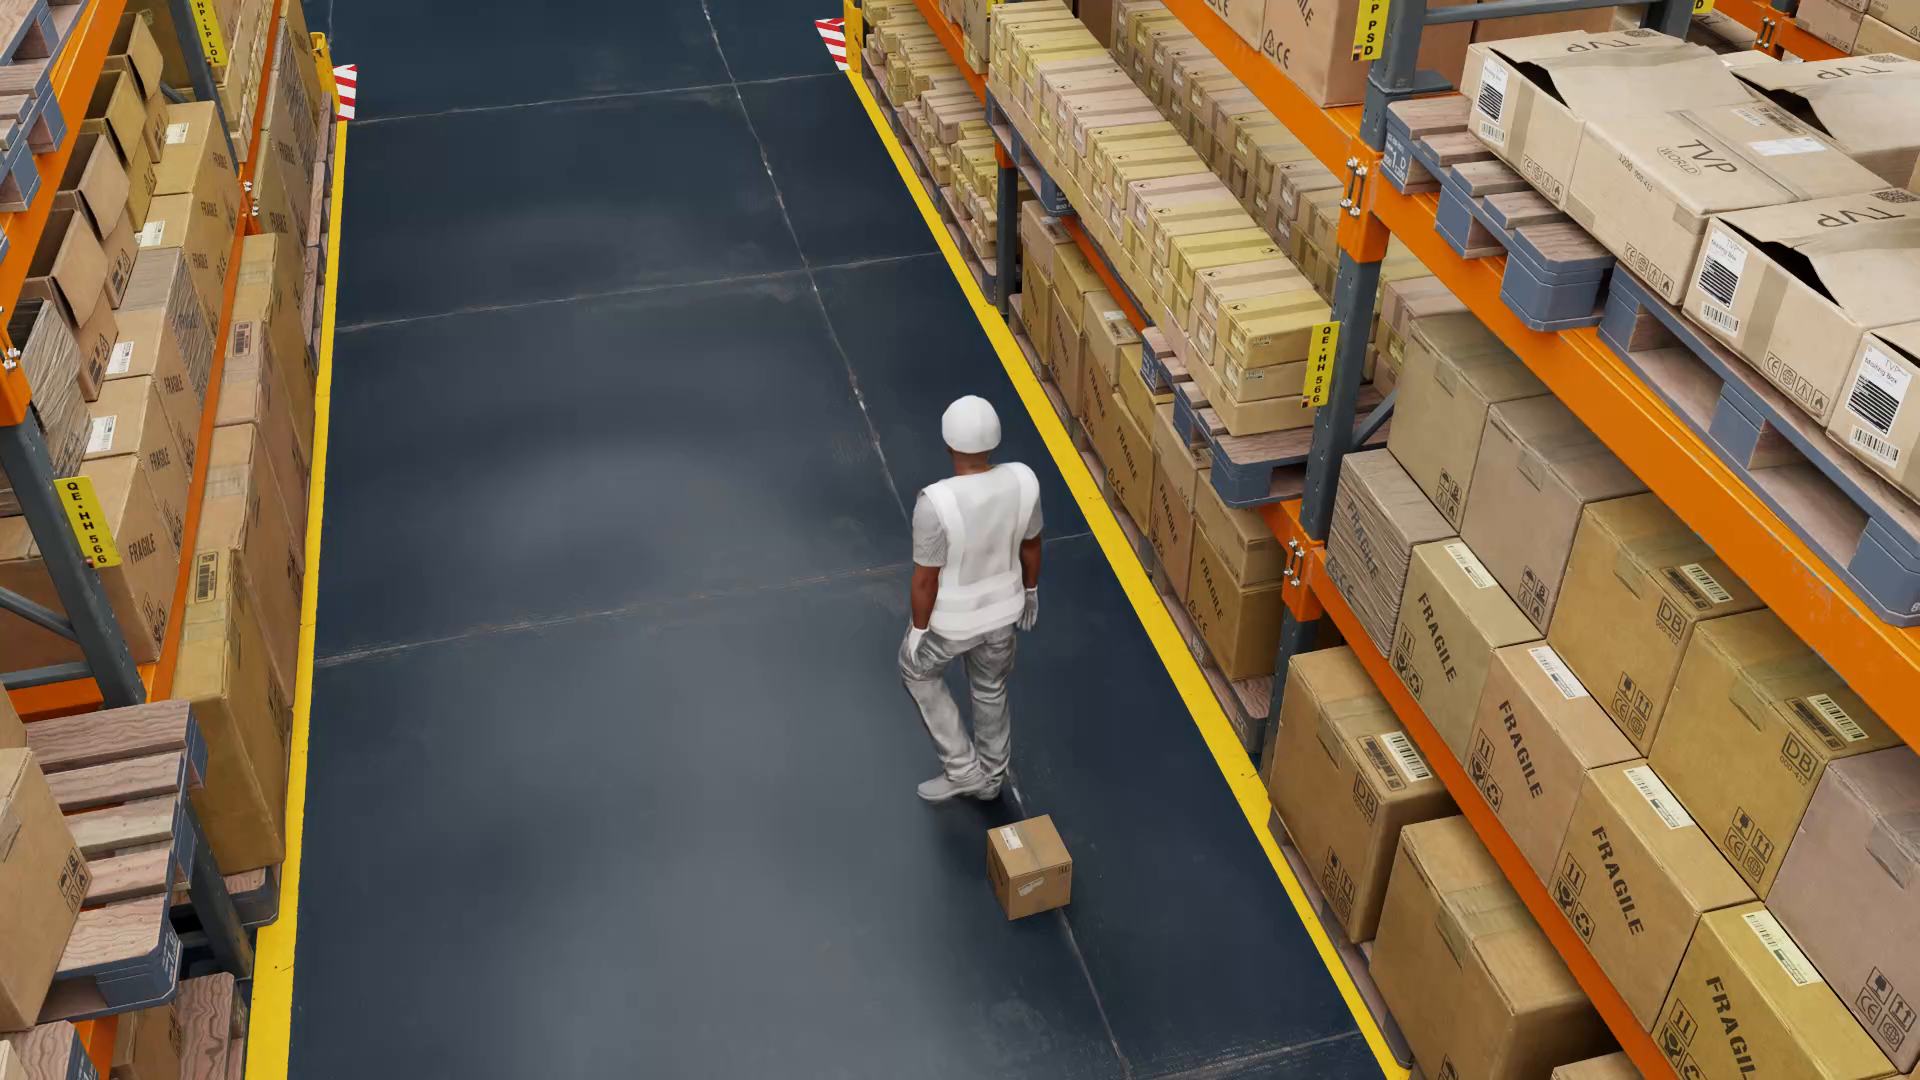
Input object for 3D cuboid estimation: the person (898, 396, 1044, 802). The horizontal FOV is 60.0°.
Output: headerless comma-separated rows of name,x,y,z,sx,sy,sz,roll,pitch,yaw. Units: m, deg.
person,0.052,0.276,6.326,0.600,1.776,0.519,-18,41,-22
